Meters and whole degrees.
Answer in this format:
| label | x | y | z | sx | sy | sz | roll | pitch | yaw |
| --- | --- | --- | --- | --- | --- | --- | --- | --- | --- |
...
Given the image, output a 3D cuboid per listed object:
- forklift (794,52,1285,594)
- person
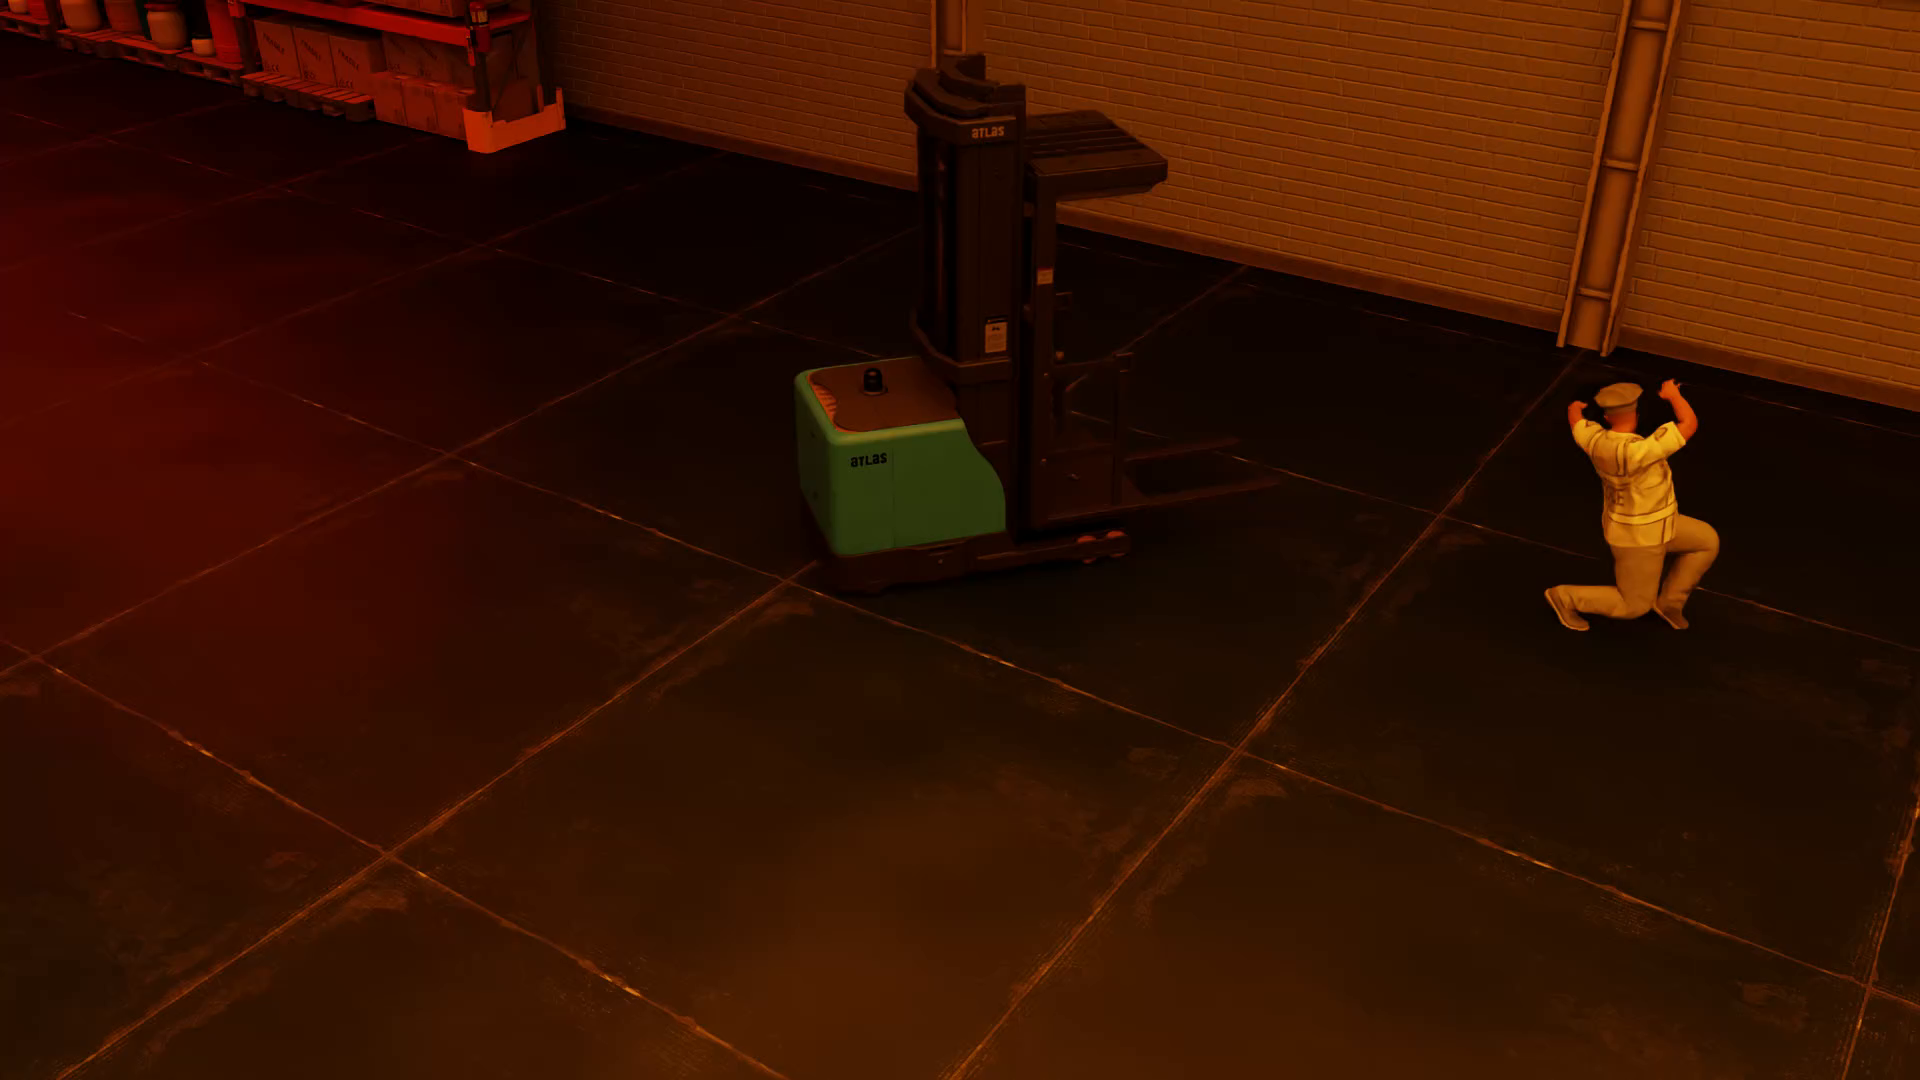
| label | x | y | z | sx | sy | sz | roll | pitch | yaw |
| --- | --- | --- | --- | --- | --- | --- | --- | --- | --- |
| forklift | 0.548 | -1.370 | 9.941 | 3.031 | 2.935 | 1.130 | -9 | 31 | -15 |
| person | 3.895 | -0.255 | 9.522 | 0.889 | 1.526 | 1.064 | 7 | 31 | 11 |
